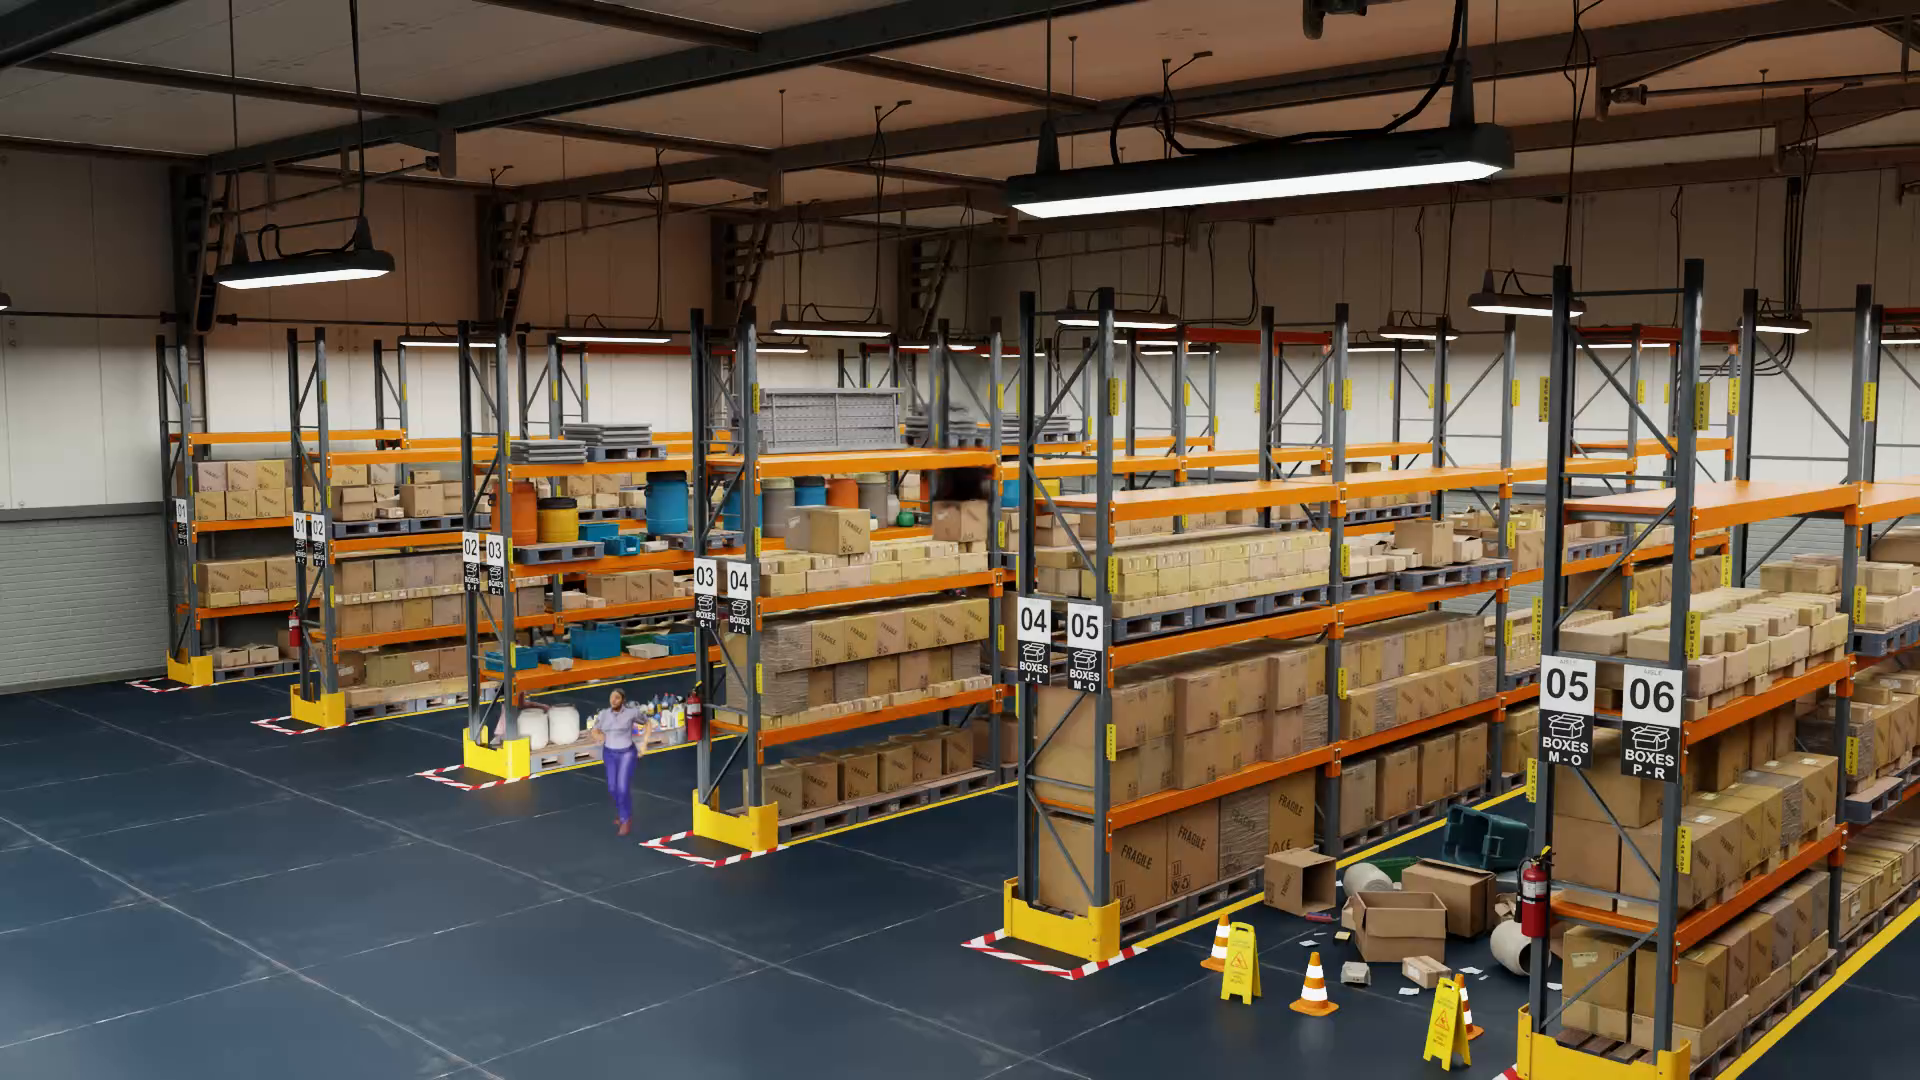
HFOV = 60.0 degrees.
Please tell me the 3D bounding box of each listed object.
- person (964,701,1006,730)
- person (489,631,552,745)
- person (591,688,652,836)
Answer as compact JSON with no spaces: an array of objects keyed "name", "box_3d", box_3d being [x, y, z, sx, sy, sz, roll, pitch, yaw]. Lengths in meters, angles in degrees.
[{"name":"person","box_3d":[0.324,2.025,24.280,0.681,1.758,0.778,5,7,43]},{"name":"person","box_3d":[-6.373,2.095,24.131,1.060,1.658,0.579,-5,8,-45]},{"name":"person","box_3d":[-3.936,2.557,19.246,0.647,1.723,0.714,1,5,12]}]
